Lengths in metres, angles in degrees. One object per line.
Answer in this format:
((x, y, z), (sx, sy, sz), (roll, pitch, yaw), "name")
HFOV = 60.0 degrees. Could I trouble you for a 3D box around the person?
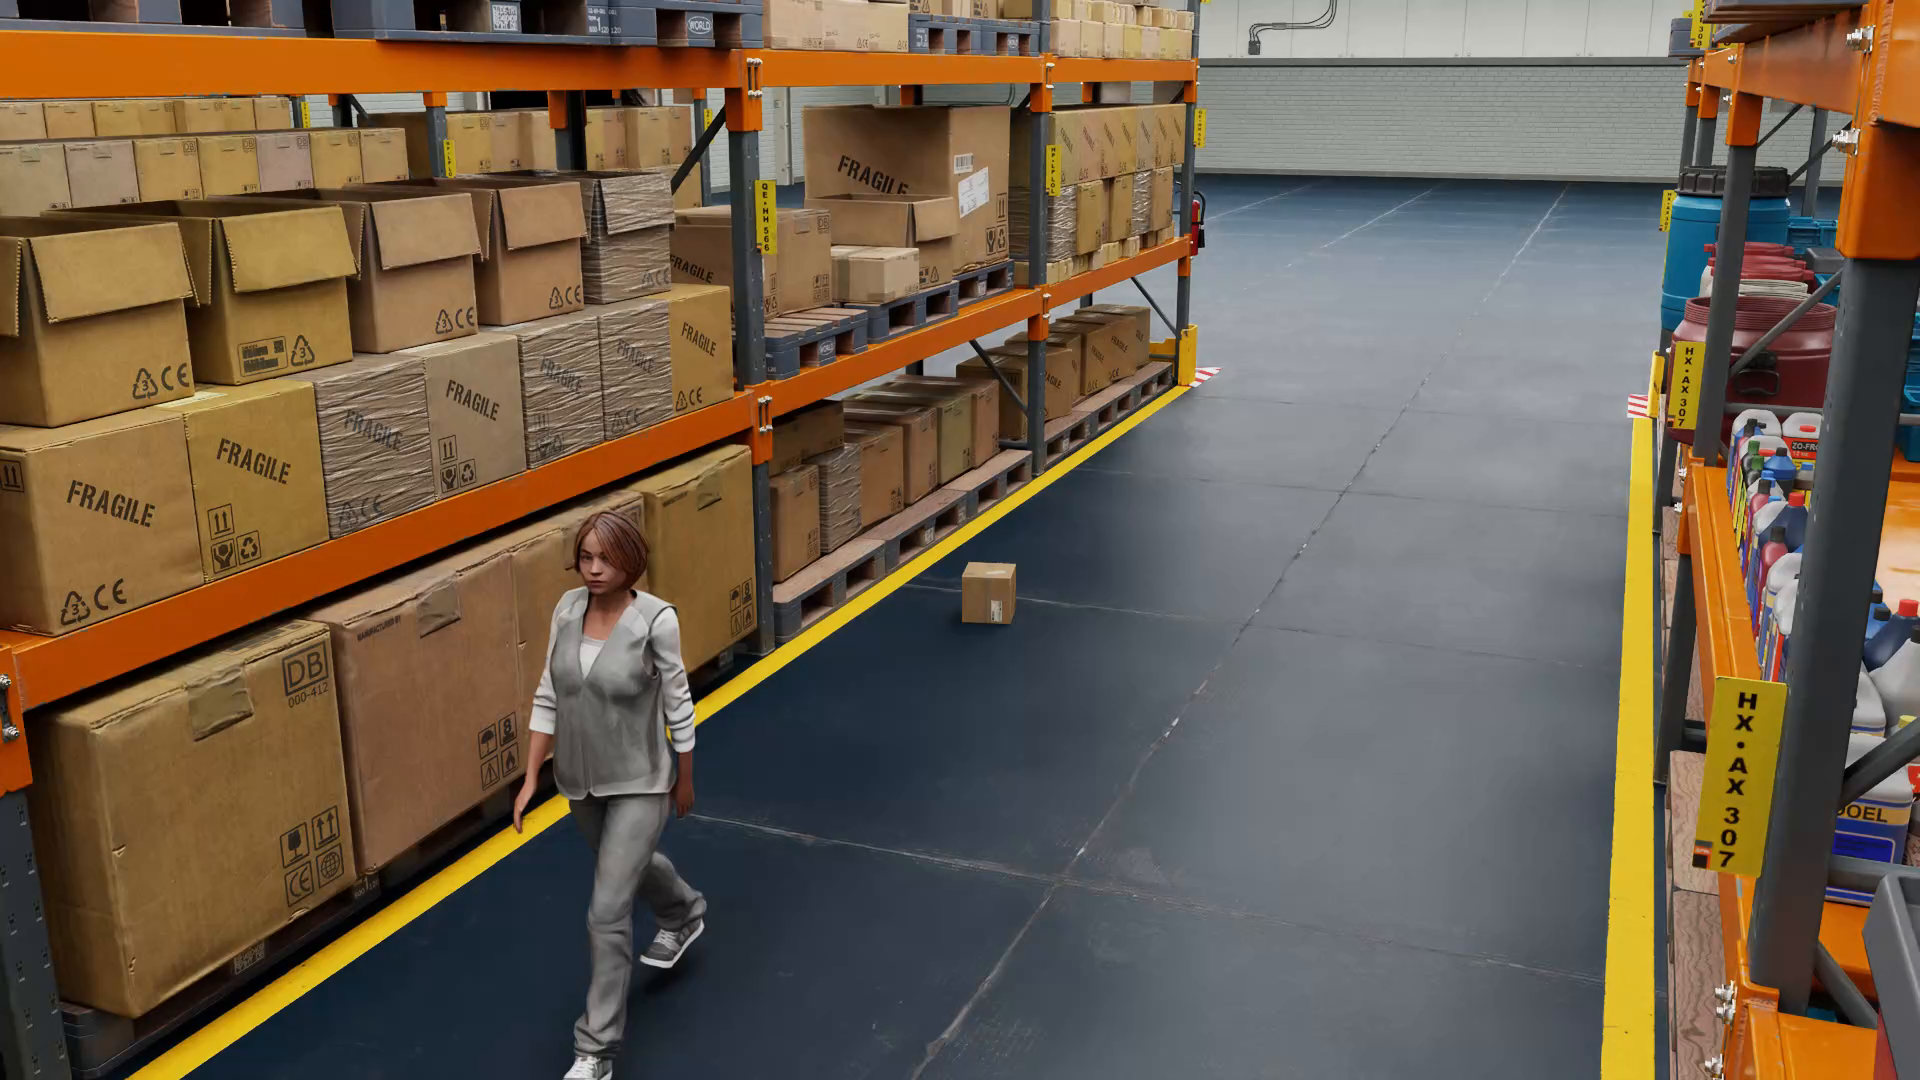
((-0.973, 0.669, 4.635), (0.419, 1.543, 0.951), (6, 17, 22), "person")
